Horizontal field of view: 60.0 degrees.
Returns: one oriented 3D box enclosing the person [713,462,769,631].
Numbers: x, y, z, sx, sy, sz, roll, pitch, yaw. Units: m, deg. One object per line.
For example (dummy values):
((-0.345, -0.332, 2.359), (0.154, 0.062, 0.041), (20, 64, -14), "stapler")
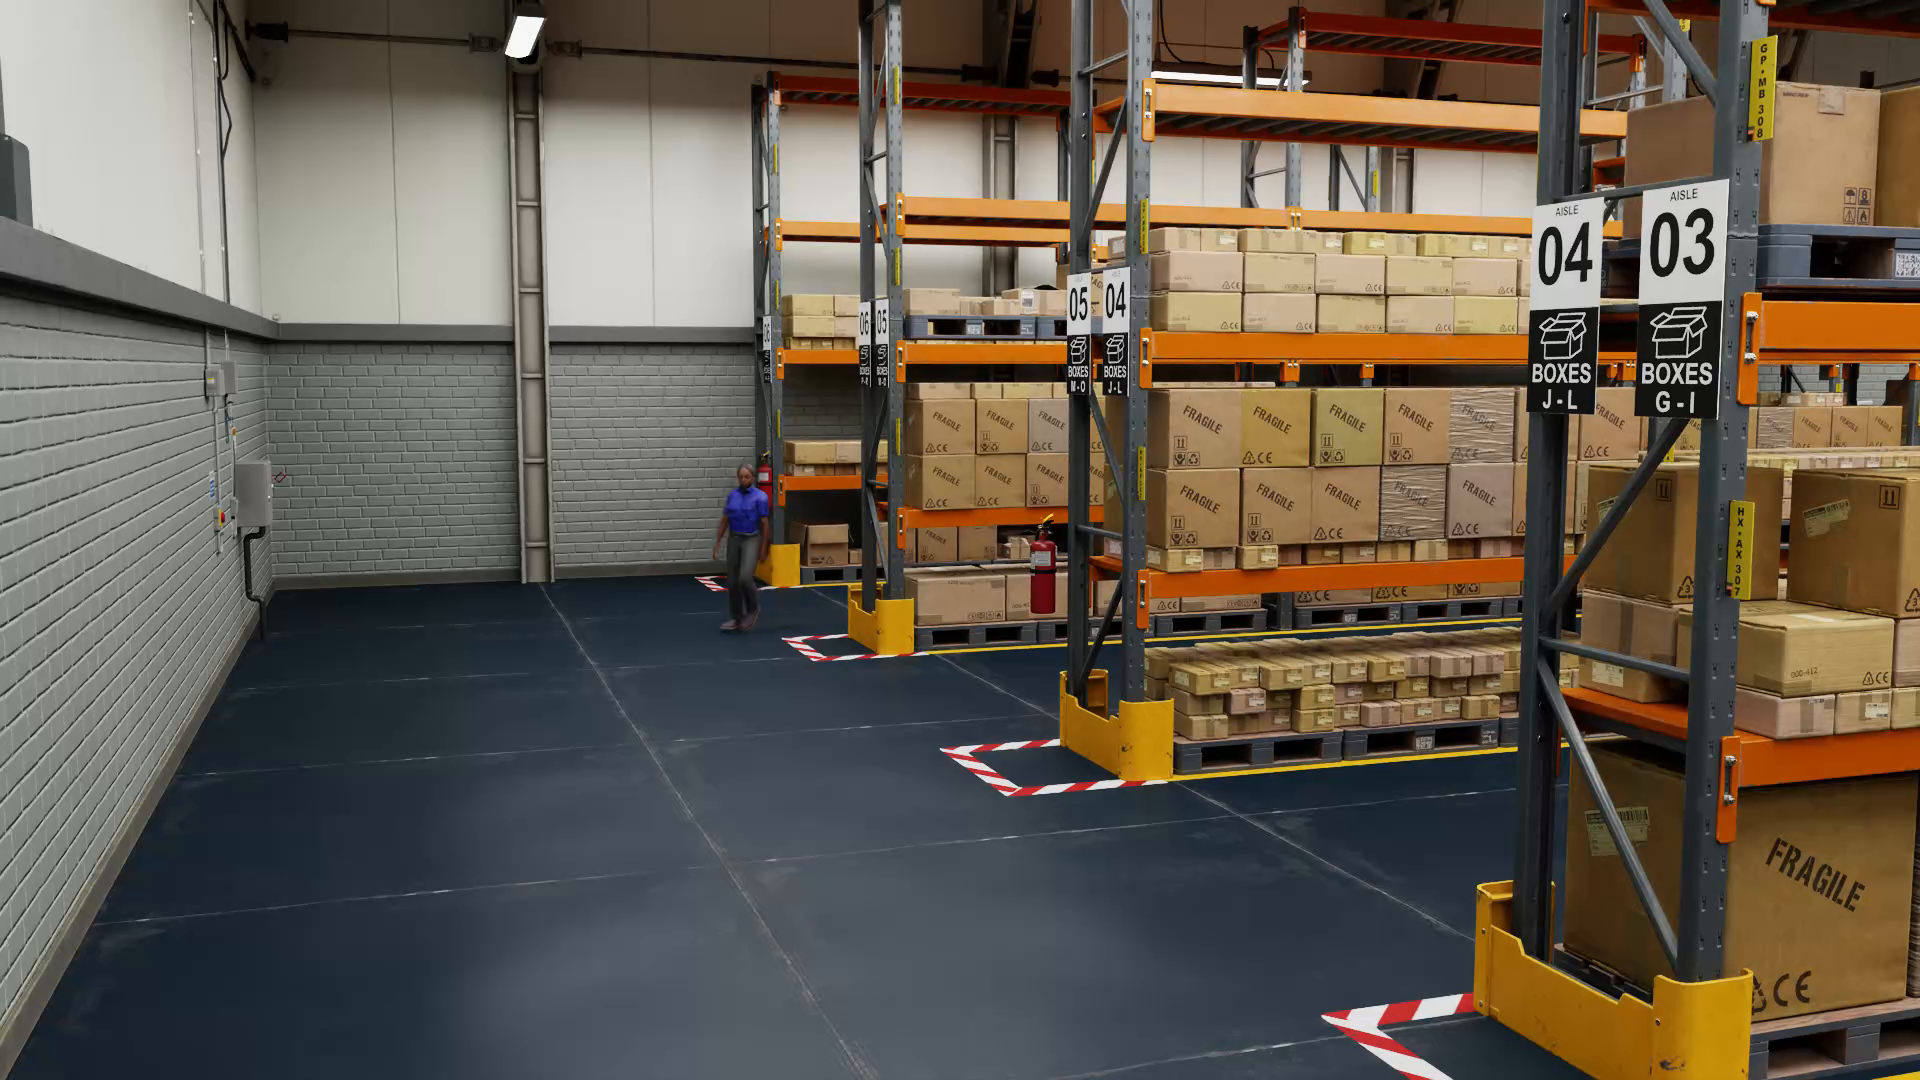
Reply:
((-2.141, 0.069, 16.207), (0.521, 1.650, 0.441), (2, 6, 22), "person")
